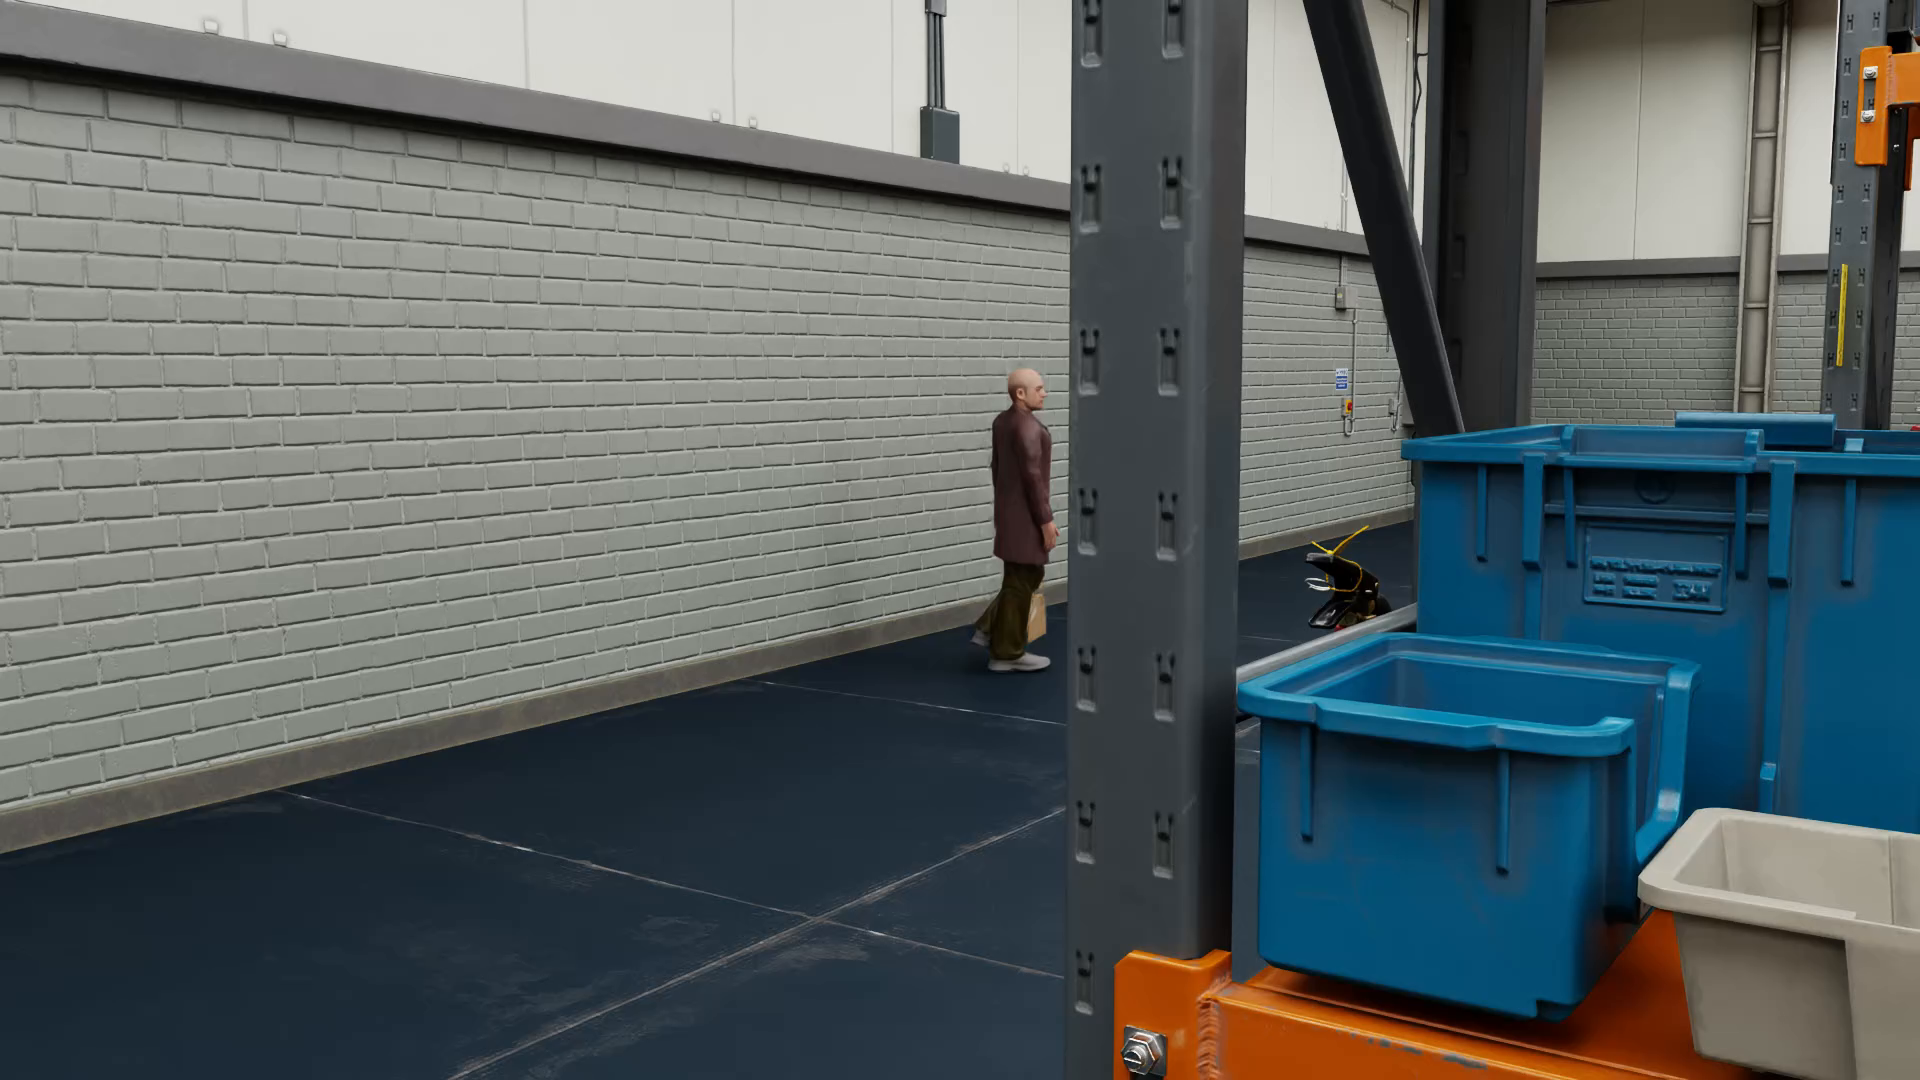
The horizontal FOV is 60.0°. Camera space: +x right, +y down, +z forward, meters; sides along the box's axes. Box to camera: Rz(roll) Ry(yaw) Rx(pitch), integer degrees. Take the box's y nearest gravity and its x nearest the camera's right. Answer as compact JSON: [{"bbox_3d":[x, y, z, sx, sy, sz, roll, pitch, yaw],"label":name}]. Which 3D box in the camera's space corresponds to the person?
[{"bbox_3d":[0.335,-0.116,9.732,0.509,1.772,0.675,-2,6,-14],"label":"person"}]
